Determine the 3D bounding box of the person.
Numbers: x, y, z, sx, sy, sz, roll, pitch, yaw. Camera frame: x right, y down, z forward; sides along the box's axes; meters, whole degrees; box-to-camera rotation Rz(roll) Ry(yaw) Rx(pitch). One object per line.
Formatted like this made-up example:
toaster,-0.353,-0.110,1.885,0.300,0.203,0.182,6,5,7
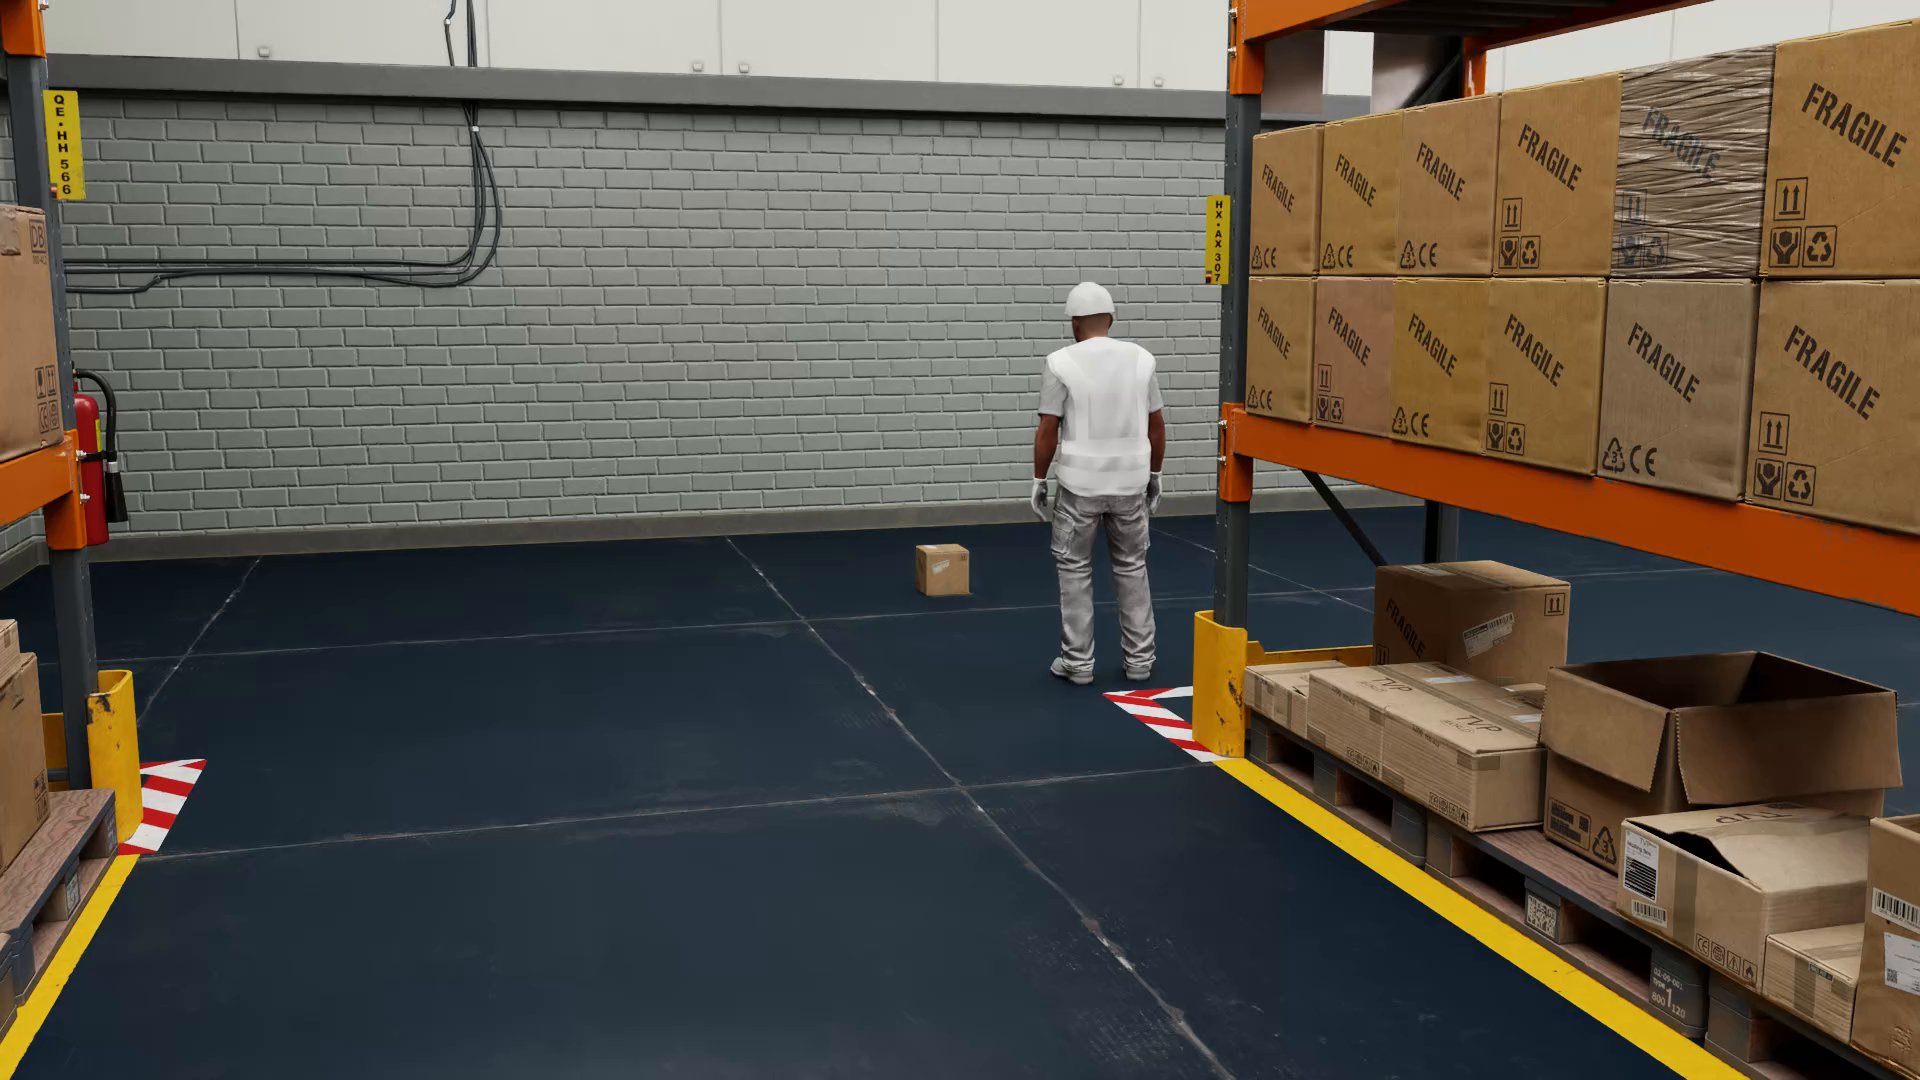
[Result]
person,0.613,-0.251,7.398,0.625,1.773,0.451,-2,9,-15
